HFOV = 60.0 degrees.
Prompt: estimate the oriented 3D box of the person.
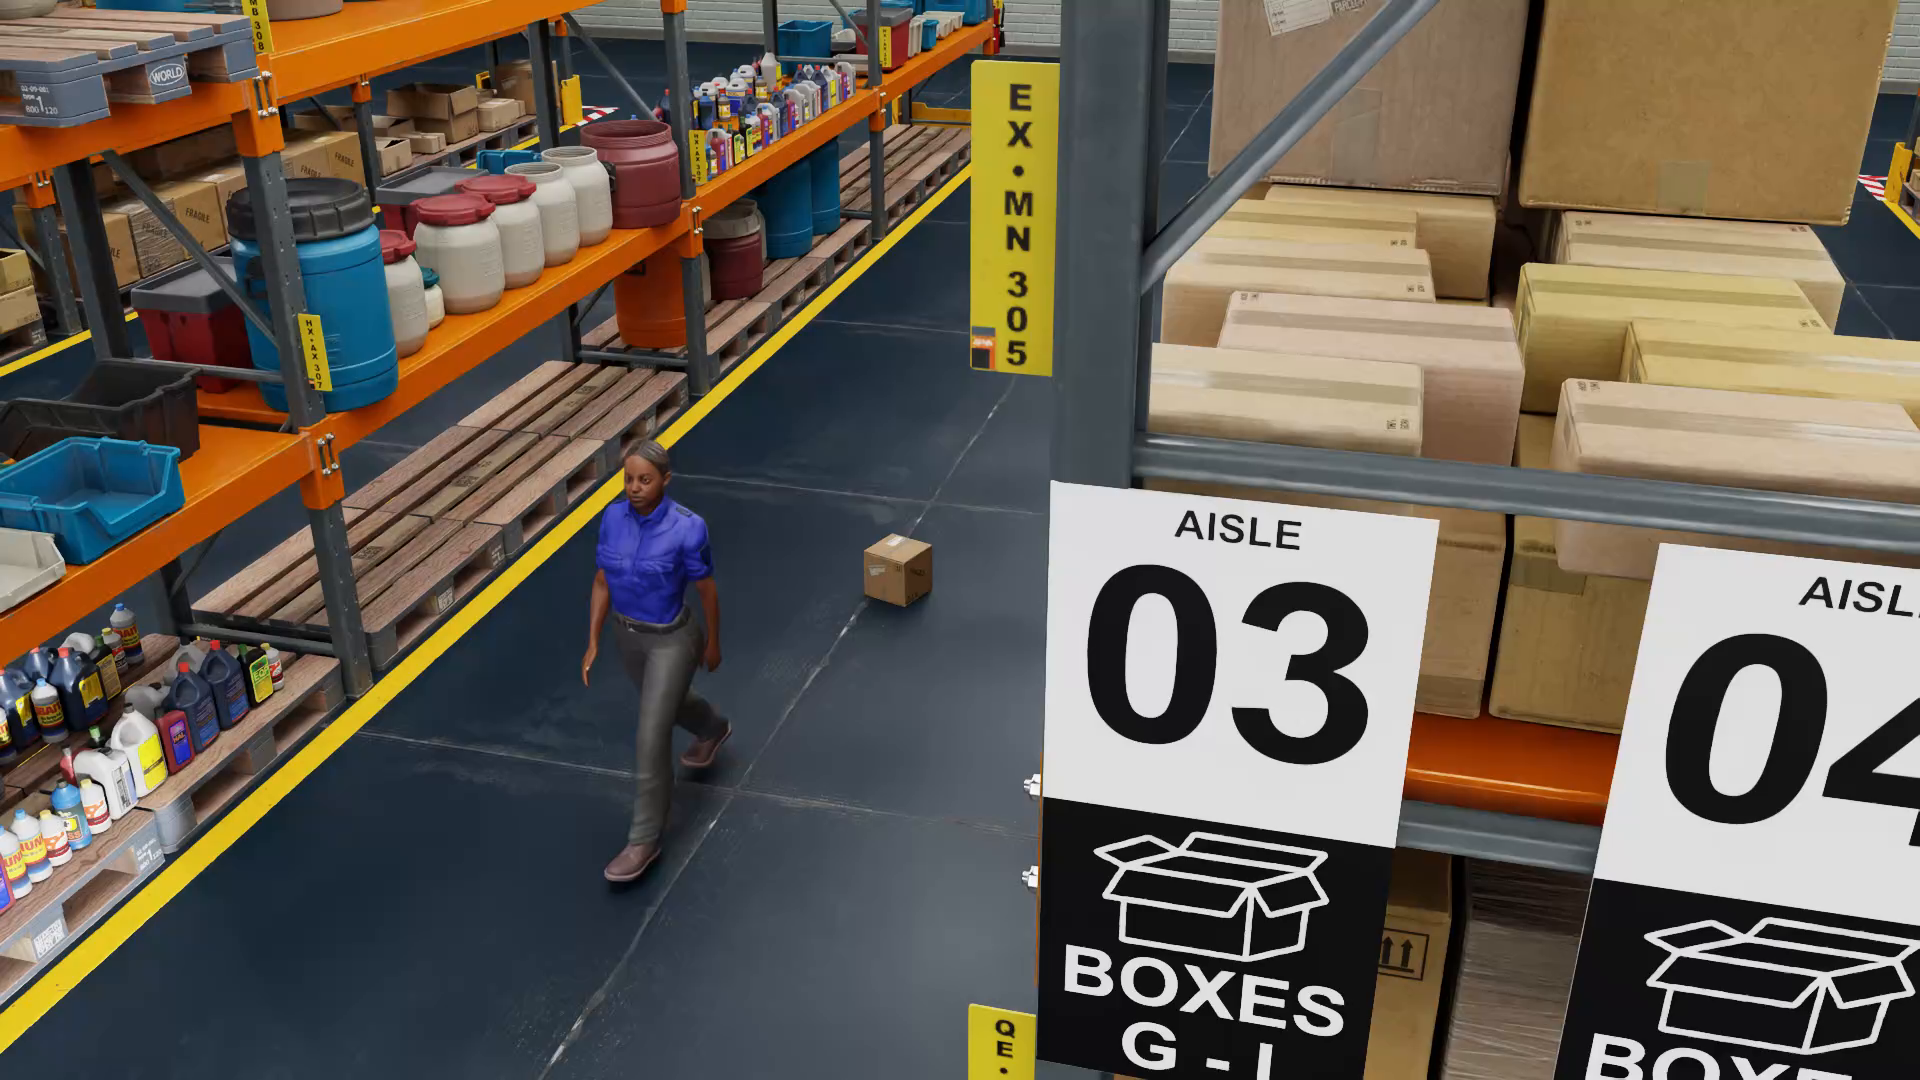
[{"bbox_3d":[-1.161,0.378,6.329,0.445,1.586,1.020,12,28,24],"label":"person"}]
